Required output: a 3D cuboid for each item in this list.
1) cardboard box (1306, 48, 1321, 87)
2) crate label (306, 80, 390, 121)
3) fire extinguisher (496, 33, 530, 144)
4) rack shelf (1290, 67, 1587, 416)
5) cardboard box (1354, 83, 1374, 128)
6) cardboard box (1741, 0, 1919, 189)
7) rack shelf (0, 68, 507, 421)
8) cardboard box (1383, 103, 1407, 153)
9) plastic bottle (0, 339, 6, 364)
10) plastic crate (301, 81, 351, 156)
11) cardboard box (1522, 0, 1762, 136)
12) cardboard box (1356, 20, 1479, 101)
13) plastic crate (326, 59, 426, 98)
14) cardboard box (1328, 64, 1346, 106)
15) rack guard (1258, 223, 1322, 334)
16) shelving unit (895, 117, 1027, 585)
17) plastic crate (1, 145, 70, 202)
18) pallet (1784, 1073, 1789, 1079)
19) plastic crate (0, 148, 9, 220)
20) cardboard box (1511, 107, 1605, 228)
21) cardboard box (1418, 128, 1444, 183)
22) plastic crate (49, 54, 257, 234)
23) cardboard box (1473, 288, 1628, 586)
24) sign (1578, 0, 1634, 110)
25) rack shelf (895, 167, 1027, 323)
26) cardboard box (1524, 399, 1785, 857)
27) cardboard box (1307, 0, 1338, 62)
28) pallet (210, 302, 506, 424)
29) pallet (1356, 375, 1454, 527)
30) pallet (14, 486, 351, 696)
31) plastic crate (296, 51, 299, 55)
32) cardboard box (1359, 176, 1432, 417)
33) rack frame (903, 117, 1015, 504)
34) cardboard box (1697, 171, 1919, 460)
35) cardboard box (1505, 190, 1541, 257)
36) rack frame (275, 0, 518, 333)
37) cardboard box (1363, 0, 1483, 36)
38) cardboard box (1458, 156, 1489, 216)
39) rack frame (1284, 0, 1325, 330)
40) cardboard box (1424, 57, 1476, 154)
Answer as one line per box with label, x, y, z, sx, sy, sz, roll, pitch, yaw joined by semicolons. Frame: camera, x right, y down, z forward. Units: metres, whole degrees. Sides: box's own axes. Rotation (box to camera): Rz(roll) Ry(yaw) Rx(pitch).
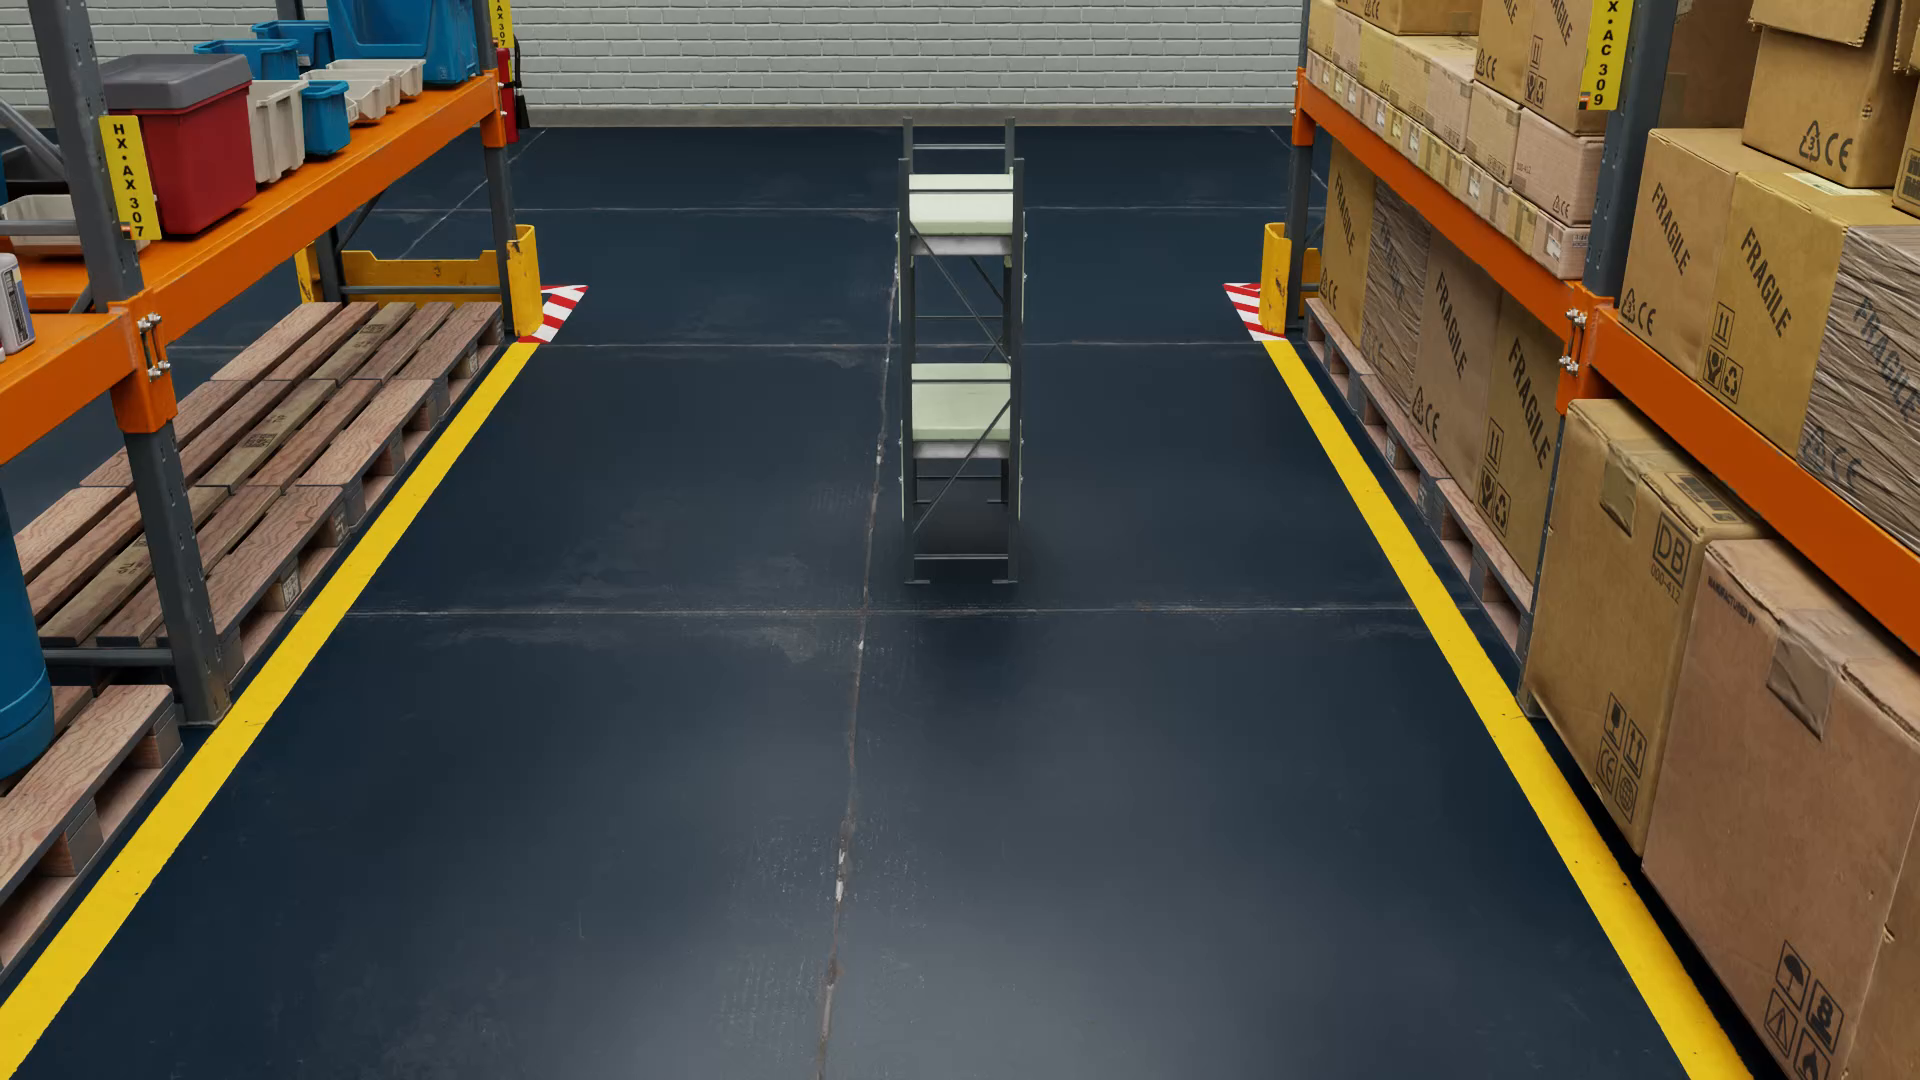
cardboard box;1.849;-2.232;7.849;0.380;0.149;0.250;0;24;0
crate label;-2.571;-1.809;6.858;0.396;0.136;0.243;0;24;-1
fire extinguisher;-2.325;-2.331;8.309;0.296;0.674;0.183;0;24;-1
rack shelf;2.197;-1.342;6.450;1.077;0.370;4.000;0;24;-1
cardboard box;1.862;-1.808;6.913;0.380;0.149;0.250;-1;24;-2
cardboard box;2.234;-1.085;3.670;0.797;0.503;0.637;-1;24;-2
rack shelf;-2.756;-1.320;6.401;1.077;0.370;4.000;0;24;-1
cardboard box;1.867;-1.598;6.447;0.380;0.149;0.250;-1;24;-2
plastic bottle;-2.378;-0.524;4.010;0.097;0.201;0.097;0;24;0
plastic crate;-2.499;-1.577;6.228;0.416;0.233;0.300;0;24;-1
cardboard box;1.946;-1.443;4.711;0.500;0.500;0.500;0;24;1
cardboard box;1.925;-1.941;6.722;0.500;0.250;0.500;-1;24;-2
plastic crate;-2.588;-2.043;7.375;0.396;0.136;0.243;0;24;-1
cardboard box;1.856;-2.020;7.382;0.380;0.149;0.250;-1;24;-2
rack guard;2.175;-1.365;8.661;1.175;0.500;0.348;0;24;-1
shelving unit;0.000;-0.681;5.935;0.431;1.500;0.755;0;24;-1
plastic crate;-3.015;-1.185;5.492;0.437;0.125;0.590;0;24;-1
pallet;2.319;1.247;3.238;1.003;0.211;1.213;0;24;-1
plastic crate;-3.080;-1.034;4.843;0.392;0.384;0.575;0;24;-1
cardboard box;1.951;-1.093;4.849;0.500;0.250;0.500;-1;24;-2
cardboard box;1.873;-1.385;5.977;0.380;0.149;0.250;-1;24;-1
plastic crate;-2.493;-1.249;5.221;0.402;0.464;0.583;0;24;-1
cardboard box;2.292;-0.341;5.433;0.875;0.875;0.875;0;24;-1
sign;1.664;-1.273;4.278;0.100;0.325;0.005;0;24;-1
rack shelf;0.000;-1.036;5.774;0.431;0.370;0.720;0;24;-1
cardboard box;2.246;0.195;4.248;1.225;0.875;0.875;0;24;0
cardboard box;1.910;-2.362;7.653;0.500;0.250;0.500;-1;24;-2
pallet;-2.807;-0.861;7.897;1.003;0.211;1.213;0;24;-1
pallet;2.272;-0.393;6.862;1.003;0.211;1.213;0;24;-1
pallet;-2.781;0.144;5.674;1.003;0.211;1.213;0;24;-1
plastic crate;-3.183;-2.143;7.595;0.250;0.136;0.298;0;24;-1
cardboard box;2.272;-1.079;7.064;0.875;0.875;0.875;0;24;-1
rack frame;-0.004;-0.831;6.268;0.400;1.500;0.023;0;24;-1
cardboard box;1.980;-0.493;3.579;0.500;0.500;0.500;0;24;0
cardboard box;1.885;-0.962;5.041;0.380;0.149;0.250;0;24;0
rack frame;-2.778;-2.472;8.075;1.000;3.000;0.127;0;24;-1
cardboard box;1.927;-2.284;6.571;0.500;0.500;0.500;-1;24;-2
cardboard box;1.879;-1.173;5.509;0.380;0.149;0.250;0;24;0
rack frame;2.175;-2.494;8.124;1.000;3.000;0.127;0;24;-1
cardboard box;1.938;-1.517;5.785;0.500;0.250;0.500;0;24;1
